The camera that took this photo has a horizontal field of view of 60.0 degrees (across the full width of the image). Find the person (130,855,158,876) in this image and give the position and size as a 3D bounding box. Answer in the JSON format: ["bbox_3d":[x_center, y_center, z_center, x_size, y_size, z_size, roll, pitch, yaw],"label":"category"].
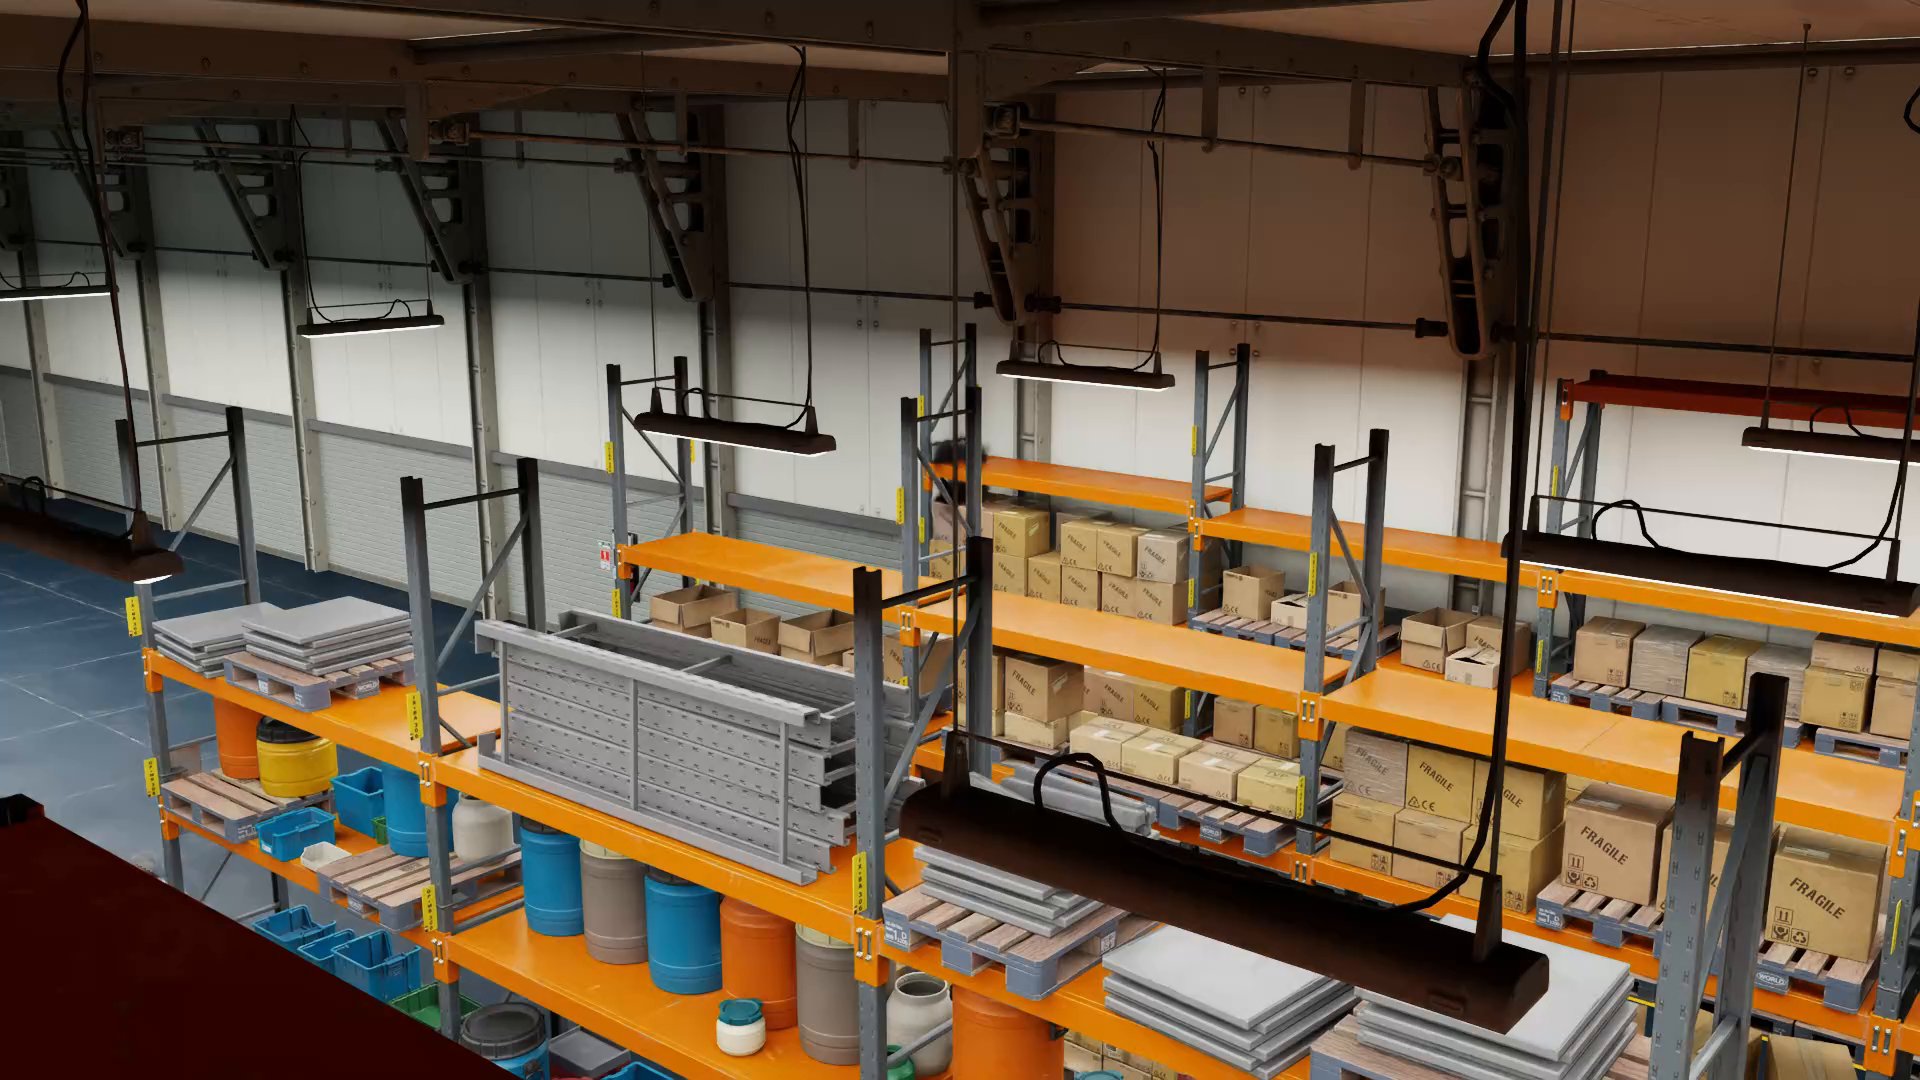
[{"bbox_3d":[-7.664,3.782,15.774,0.590,1.660,0.633,-2,13,-8],"label":"person"}]
